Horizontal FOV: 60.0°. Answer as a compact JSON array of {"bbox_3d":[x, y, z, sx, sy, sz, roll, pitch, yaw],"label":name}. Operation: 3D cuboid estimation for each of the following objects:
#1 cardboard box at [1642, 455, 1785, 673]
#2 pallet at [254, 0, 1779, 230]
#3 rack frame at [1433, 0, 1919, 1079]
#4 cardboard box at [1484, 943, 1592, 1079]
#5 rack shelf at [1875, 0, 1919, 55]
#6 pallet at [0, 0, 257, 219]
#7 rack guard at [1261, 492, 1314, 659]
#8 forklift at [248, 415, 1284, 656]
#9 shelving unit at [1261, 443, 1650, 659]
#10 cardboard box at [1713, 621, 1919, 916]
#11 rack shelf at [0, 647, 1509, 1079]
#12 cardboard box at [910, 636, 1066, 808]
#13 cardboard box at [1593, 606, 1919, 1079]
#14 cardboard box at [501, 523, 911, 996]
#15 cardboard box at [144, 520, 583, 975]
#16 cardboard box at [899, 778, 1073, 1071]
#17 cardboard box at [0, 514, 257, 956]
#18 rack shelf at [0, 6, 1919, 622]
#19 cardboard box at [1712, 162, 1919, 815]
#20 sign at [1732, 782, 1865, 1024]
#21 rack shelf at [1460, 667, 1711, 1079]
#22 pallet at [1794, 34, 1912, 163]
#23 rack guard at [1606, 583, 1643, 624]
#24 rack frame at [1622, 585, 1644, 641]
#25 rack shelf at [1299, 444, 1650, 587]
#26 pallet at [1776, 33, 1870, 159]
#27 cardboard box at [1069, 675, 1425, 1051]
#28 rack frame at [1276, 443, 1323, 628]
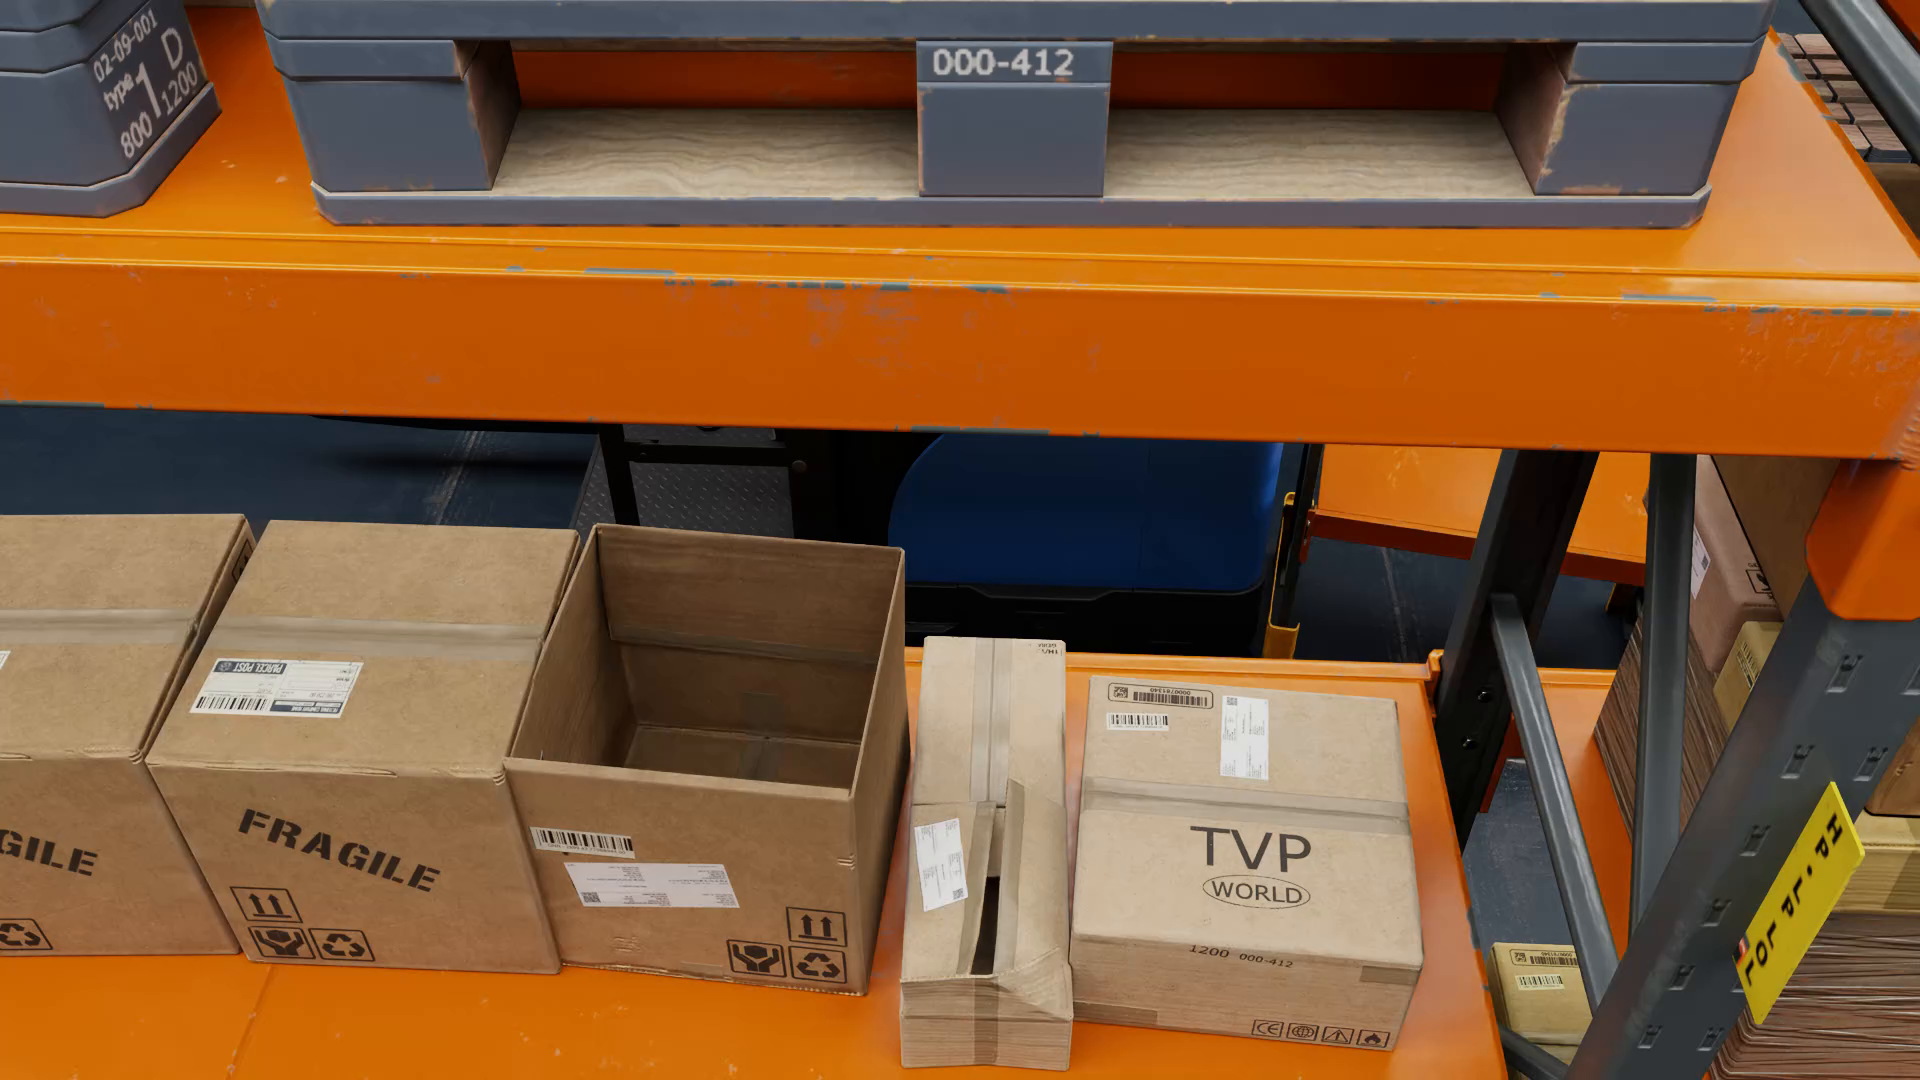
[{"bbox_3d":[1.211,0.016,2.483,0.250,0.149,0.380,2,43,2],"label":"cardboard box"},{"bbox_3d":[0.048,-0.619,1.653,1.217,0.209,0.805,0,43,0],"label":"pallet"},{"bbox_3d":[0.929,0.427,2.591,0.127,3.000,1.000,2,43,2],"label":"rack frame"},{"bbox_3d":[1.402,1.145,3.529,0.500,0.250,0.500,2,43,2],"label":"cardboard box"},{"bbox_3d":[2.927,-0.346,1.748,4.000,0.370,1.077,2,43,2],"label":"rack shelf"},{"bbox_3d":[-1.267,-0.732,1.773,1.213,0.211,1.003,4,43,4],"label":"pallet"},{"bbox_3d":[0.964,0.145,4.911,0.087,0.250,0.587,9,44,10],"label":"rack guard"},{"bbox_3d":[-0.629,-1.091,4.271,3.031,2.935,1.130,2,43,2],"label":"forklift"},{"bbox_3d":[1.449,-0.235,4.402,1.083,1.500,0.587,9,44,10],"label":"shelving unit"},{"bbox_3d":[1.189,0.293,2.185,0.250,0.149,0.380,2,43,2],"label":"cardboard box"},{"bbox_3d":[-1.069,0.629,2.902,4.000,0.370,1.077,2,43,2],"label":"rack shelf"},{"bbox_3d":[0.053,0.353,2.855,0.250,0.149,0.380,2,43,2],"label":"cardboard box"},{"bbox_3d":[1.373,0.400,2.547,0.500,0.500,0.700,1,43,1],"label":"cardboard box"},{"bbox_3d":[-0.363,0.340,2.611,0.500,0.500,0.500,5,43,5],"label":"cardboard box"},{"bbox_3d":[-0.864,0.324,2.628,0.500,0.500,0.500,2,43,2],"label":"cardboard box"},{"bbox_3d":[0.043,0.574,2.531,0.258,0.266,0.396,1,43,1],"label":"cardboard box"},{"bbox_3d":[-1.390,0.308,2.645,0.500,0.500,0.500,0,43,0],"label":"cardboard box"},{"bbox_3d":[-1.069,-0.469,1.879,4.000,0.370,1.077,2,43,2],"label":"rack shelf"},{"bbox_3d":[1.373,-0.075,2.104,0.500,0.500,0.700,2,43,2],"label":"cardboard box"},{"bbox_3d":[0.915,0.402,1.826,0.005,0.325,0.100,2,43,2],"label":"sign"},{"bbox_3d":[2.927,0.752,2.770,4.000,0.370,1.077,2,43,2],"label":"rack shelf"},{"bbox_3d":[4.263,-1.801,7.029,1.213,0.211,1.003,2,43,2],"label":"pallet"},{"bbox_3d":[1.934,0.299,4.746,0.087,0.250,0.587,9,44,10],"label":"rack guard"},{"bbox_3d":[1.953,-0.155,4.317,0.032,1.500,0.500,9,44,10],"label":"rack frame"},{"bbox_3d":[1.458,-0.102,4.523,1.000,0.185,0.538,9,44,10],"label":"rack shelf"},{"bbox_3d":[3.047,-1.841,7.071,1.213,0.211,1.003,2,43,2],"label":"pallet"},{"bbox_3d":[0.435,0.497,2.626,0.500,0.250,0.500,4,43,5],"label":"cardboard box"},{"bbox_3d":[0.962,-0.312,4.485,0.032,1.500,0.500,9,44,10],"label":"rack frame"}]
